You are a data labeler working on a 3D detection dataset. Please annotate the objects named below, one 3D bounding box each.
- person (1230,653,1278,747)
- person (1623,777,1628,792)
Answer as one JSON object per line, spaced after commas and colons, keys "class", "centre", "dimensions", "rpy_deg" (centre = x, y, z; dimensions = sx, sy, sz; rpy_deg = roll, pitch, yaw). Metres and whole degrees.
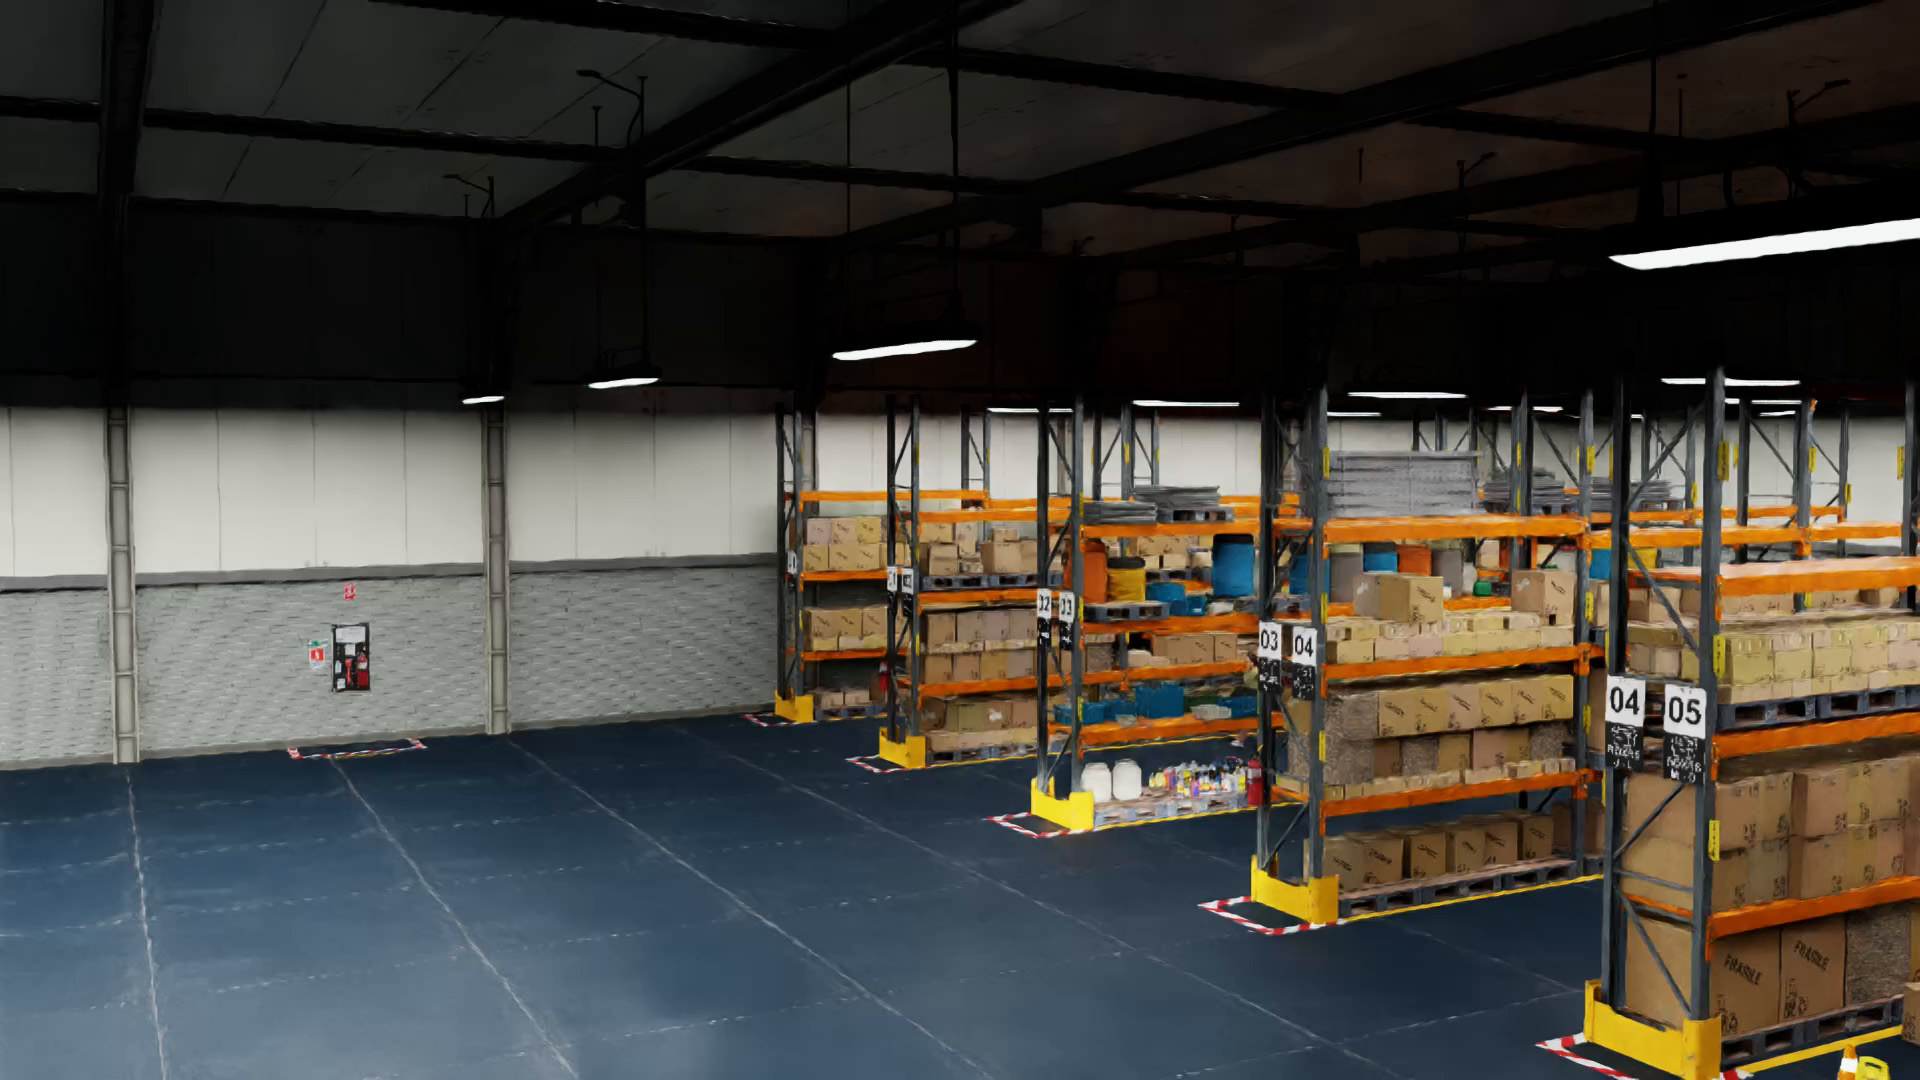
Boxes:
{"class": "person", "centre": [5.040, 2.731, 28.673], "dimensions": [1.110, 1.590, 0.448], "rpy_deg": [-2, 4, -25]}
{"class": "person", "centre": [9.800, 2.949, 23.693], "dimensions": [1.100, 1.716, 0.567], "rpy_deg": [-1, 3, -19]}
